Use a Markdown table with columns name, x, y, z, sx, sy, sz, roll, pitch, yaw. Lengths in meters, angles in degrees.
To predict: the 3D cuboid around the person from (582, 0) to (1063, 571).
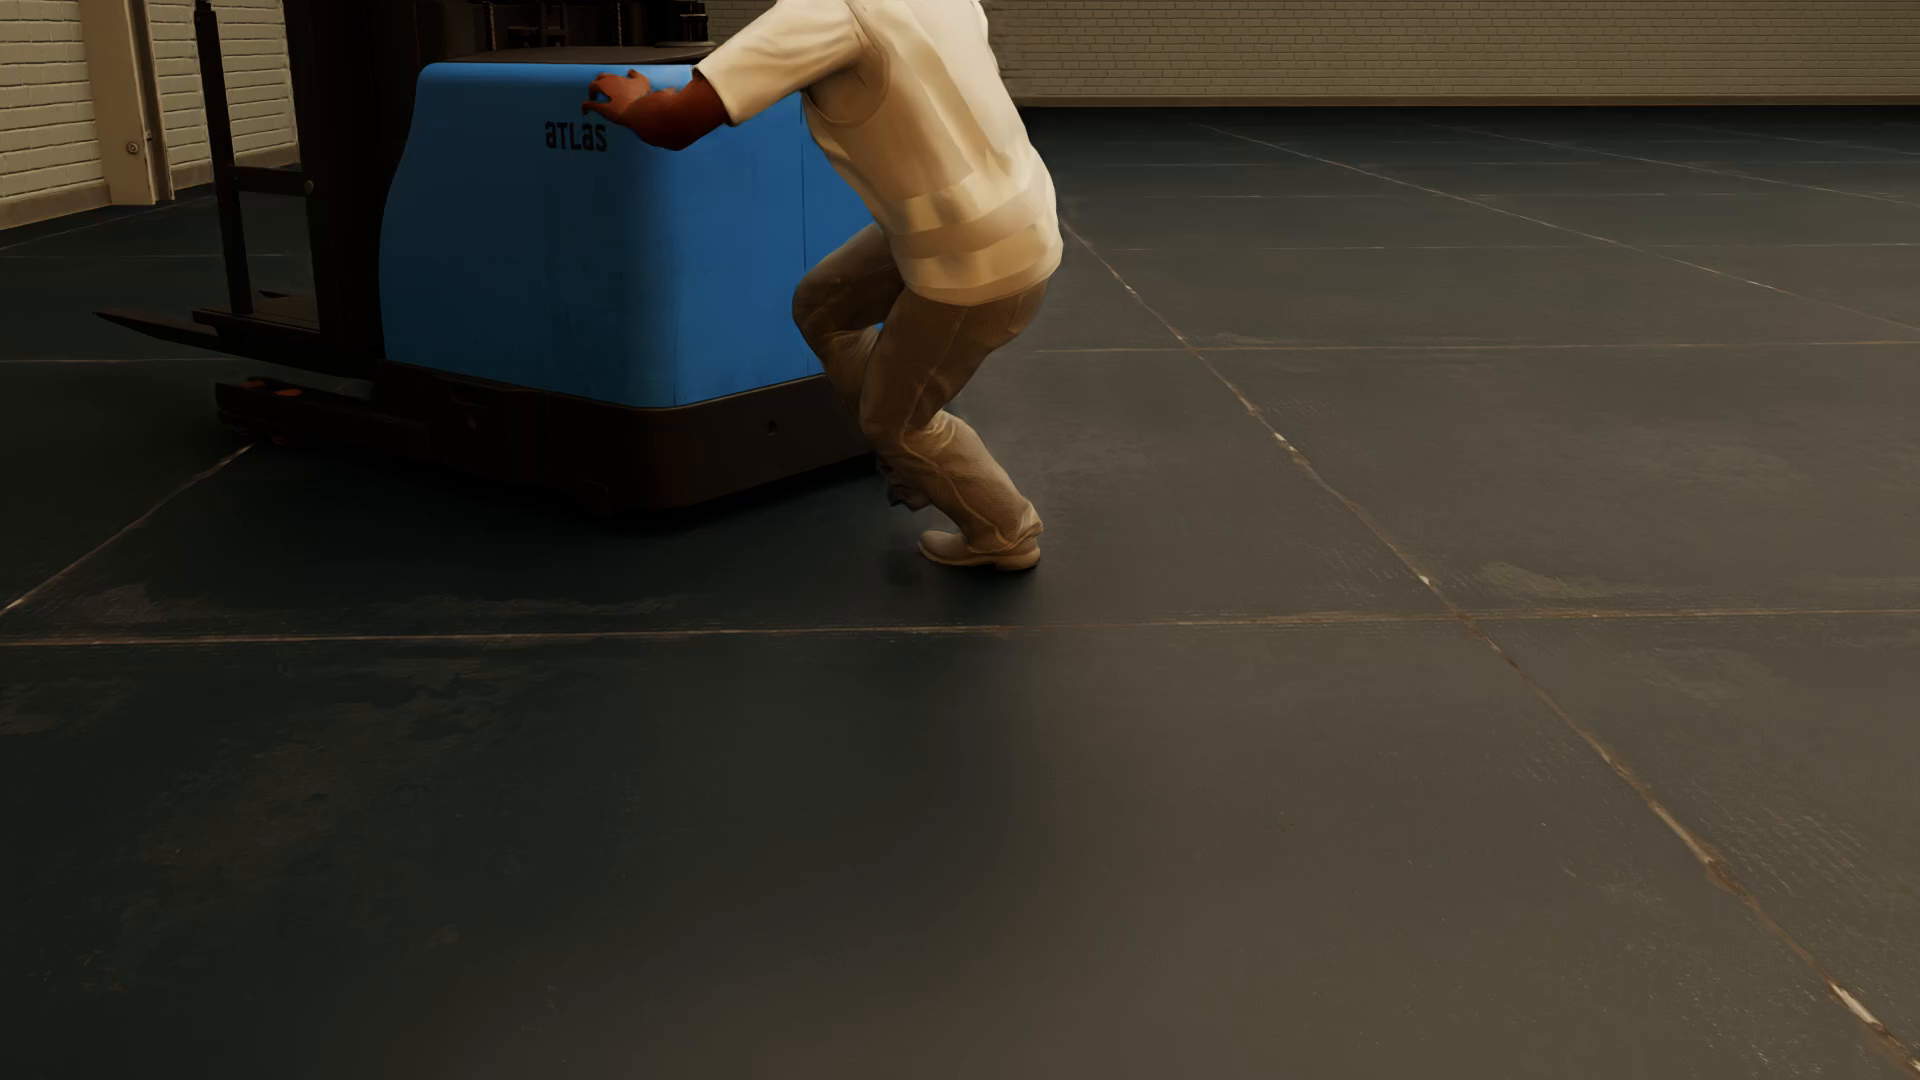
| name | x | y | z | sx | sy | sz | roll | pitch | yaw |
| --- | --- | --- | --- | --- | --- | --- | --- | --- | --- |
| person | -0.229 | -0.606 | 3.335 | 0.907 | 1.526 | 1.018 | 3 | 17 | 10 |

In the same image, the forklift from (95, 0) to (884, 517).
| name | x | y | z | sx | sy | sz | roll | pitch | yaw |
| --- | --- | --- | --- | --- | --- | --- | --- | --- | --- |
| forklift | -1.575 | -1.783 | 4.735 | 3.031 | 2.935 | 1.130 | 13 | 21 | 36 |
